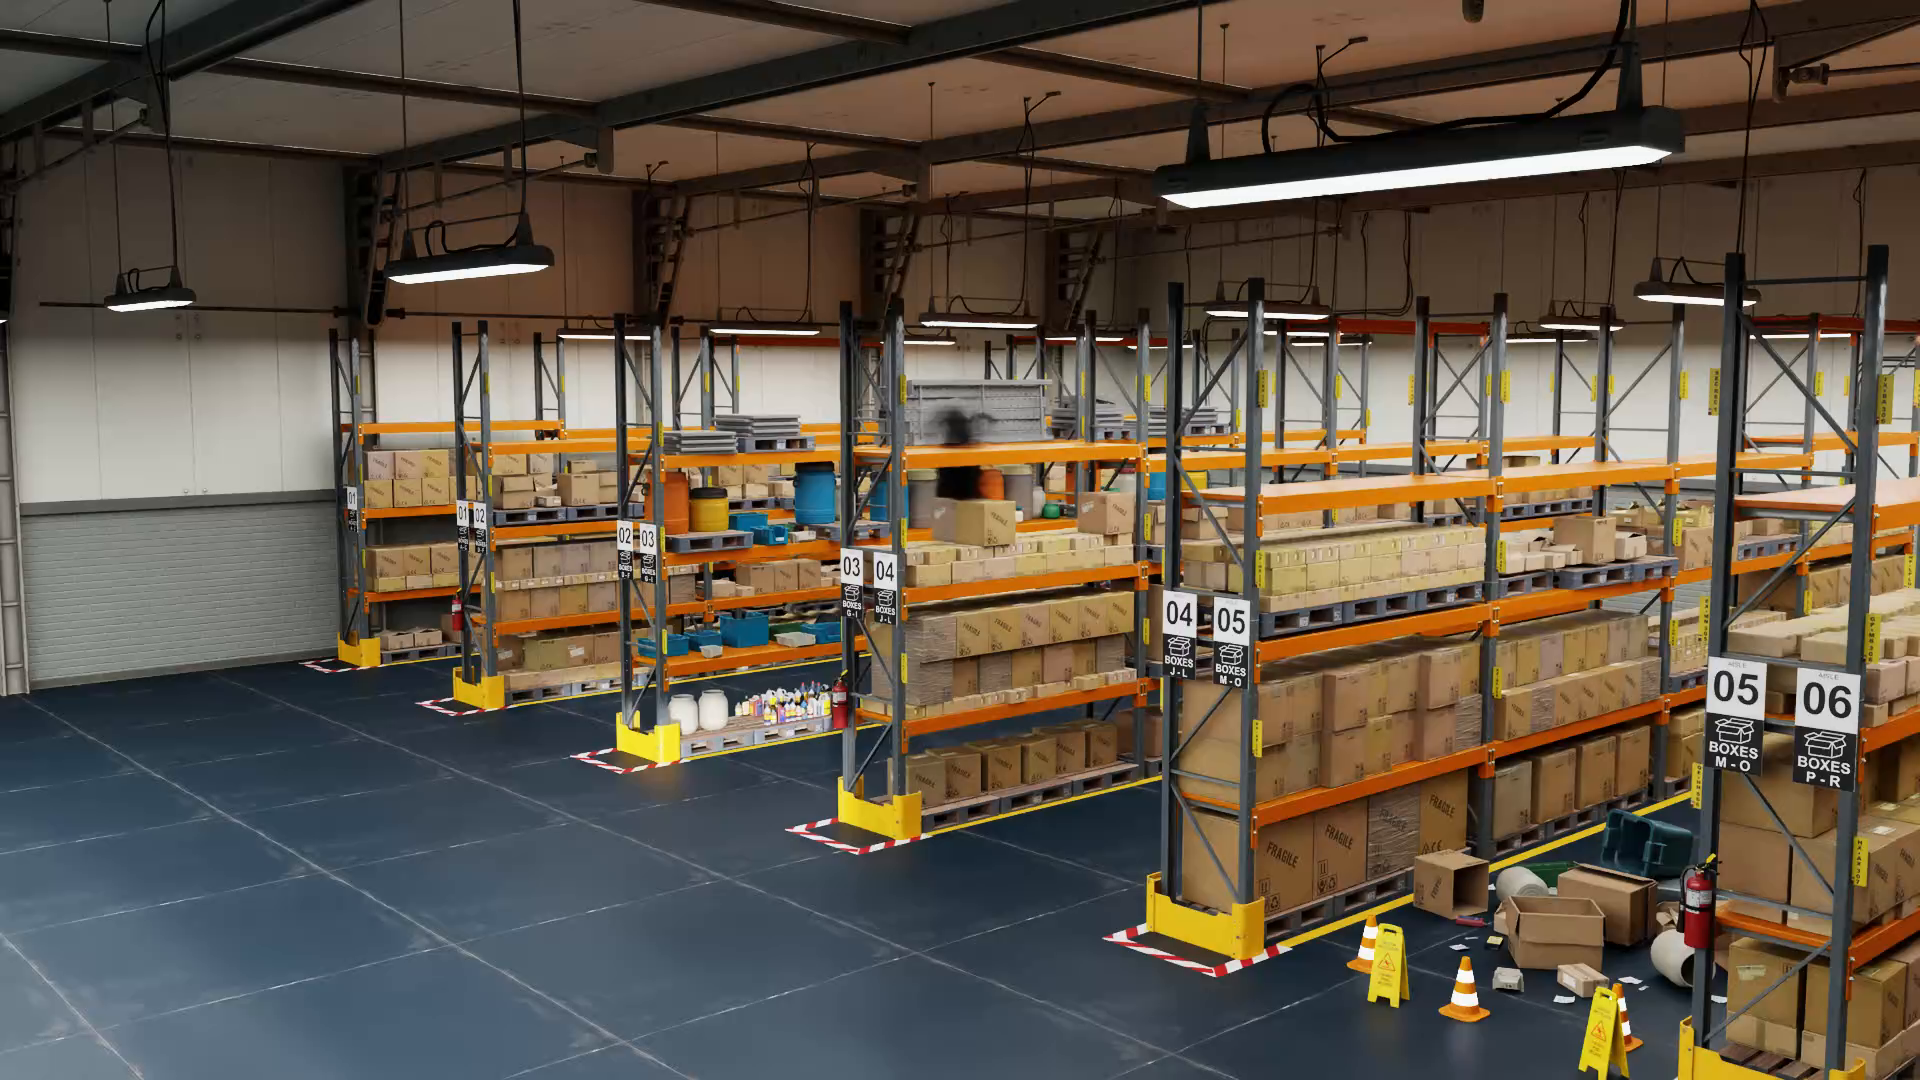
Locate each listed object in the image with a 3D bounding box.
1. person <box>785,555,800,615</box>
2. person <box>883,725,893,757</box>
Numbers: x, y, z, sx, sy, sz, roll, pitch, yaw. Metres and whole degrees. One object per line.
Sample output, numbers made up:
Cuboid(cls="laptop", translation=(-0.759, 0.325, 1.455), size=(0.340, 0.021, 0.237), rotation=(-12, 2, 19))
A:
Cuboid(cls="person", translation=(-3.326, 1.058, 33.095), size=(0.813, 1.709, 0.637), rotation=(-5, 8, -44))
Cuboid(cls="person", translation=(-0.895, 2.101, 21.237), size=(0.510, 1.357, 0.644), rotation=(4, 7, 36))
